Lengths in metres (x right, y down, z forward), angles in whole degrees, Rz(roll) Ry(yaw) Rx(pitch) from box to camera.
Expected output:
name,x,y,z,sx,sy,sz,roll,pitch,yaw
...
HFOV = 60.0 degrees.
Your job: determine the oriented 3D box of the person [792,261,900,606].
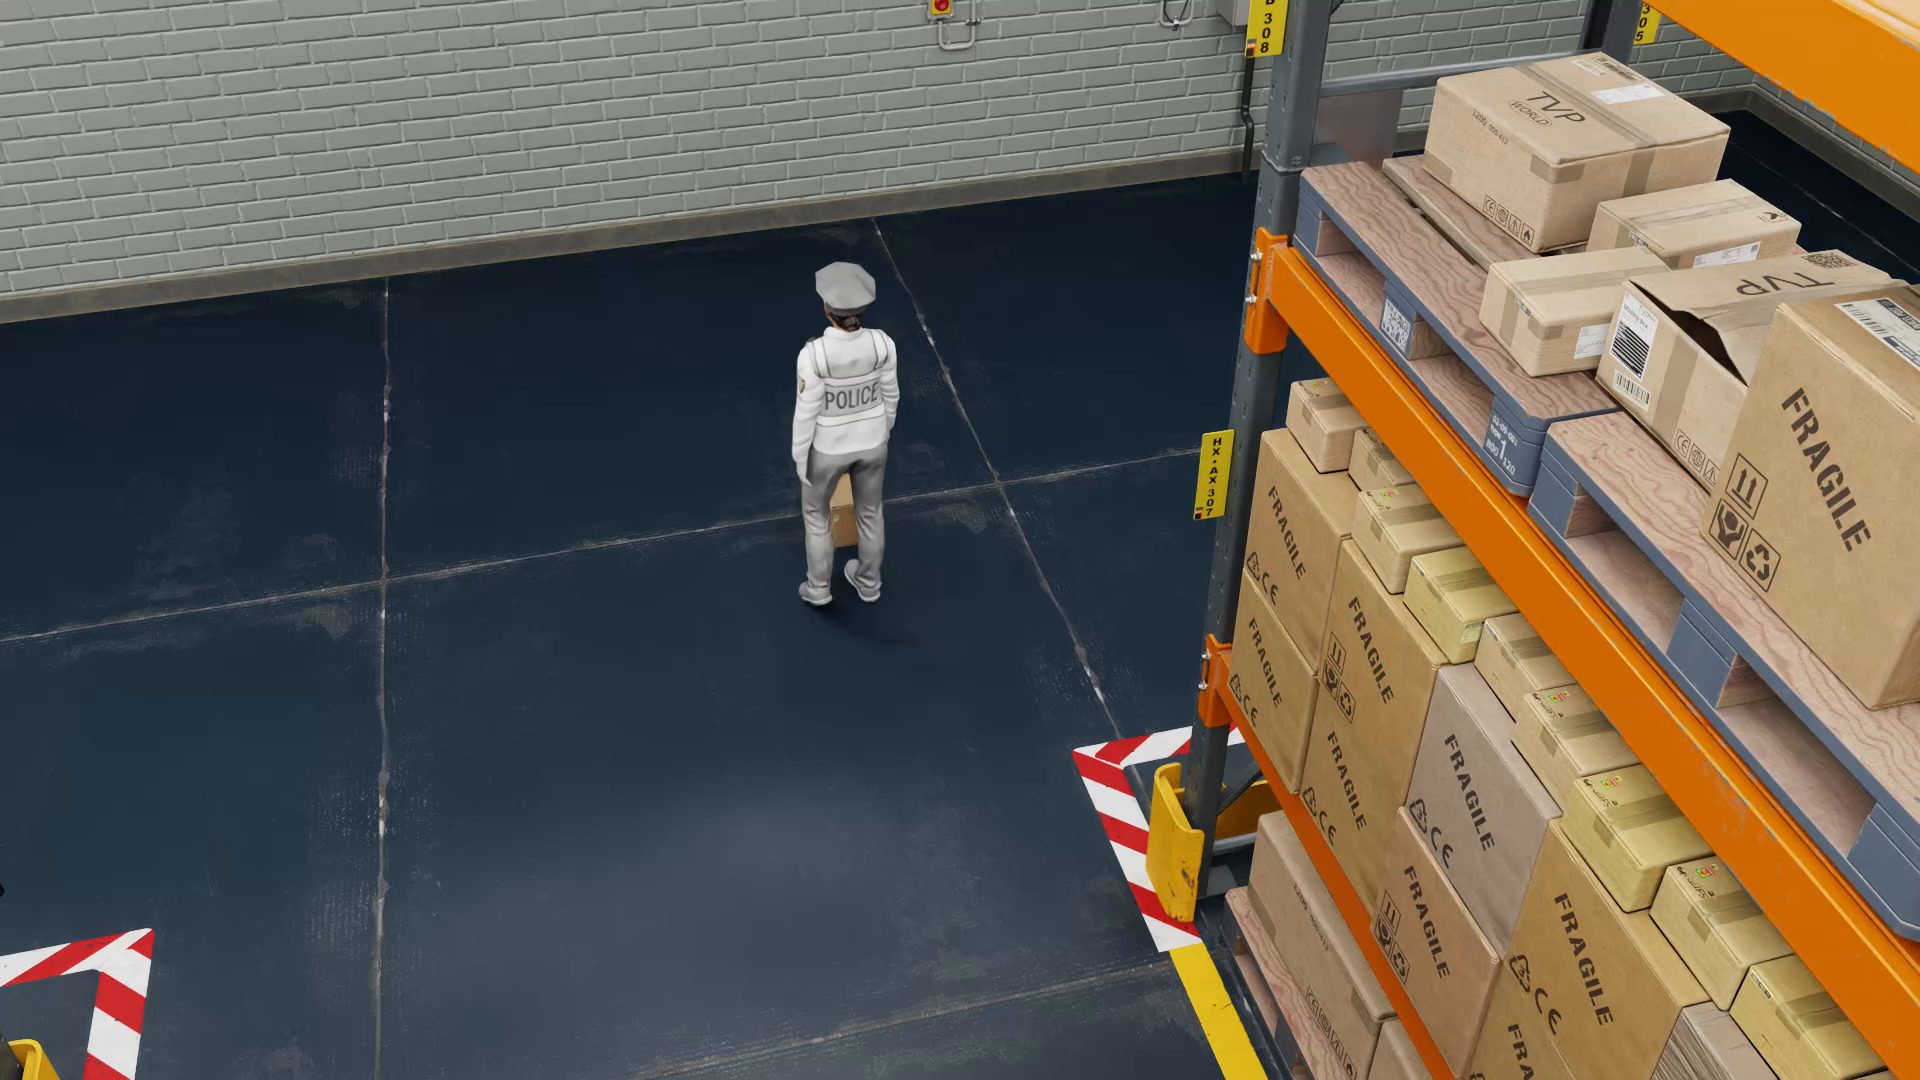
name,x,y,z,sx,sy,sz,roll,pitch,yaw
person,-0.500,-0.401,7.225,0.500,1.743,0.343,-14,41,-17
